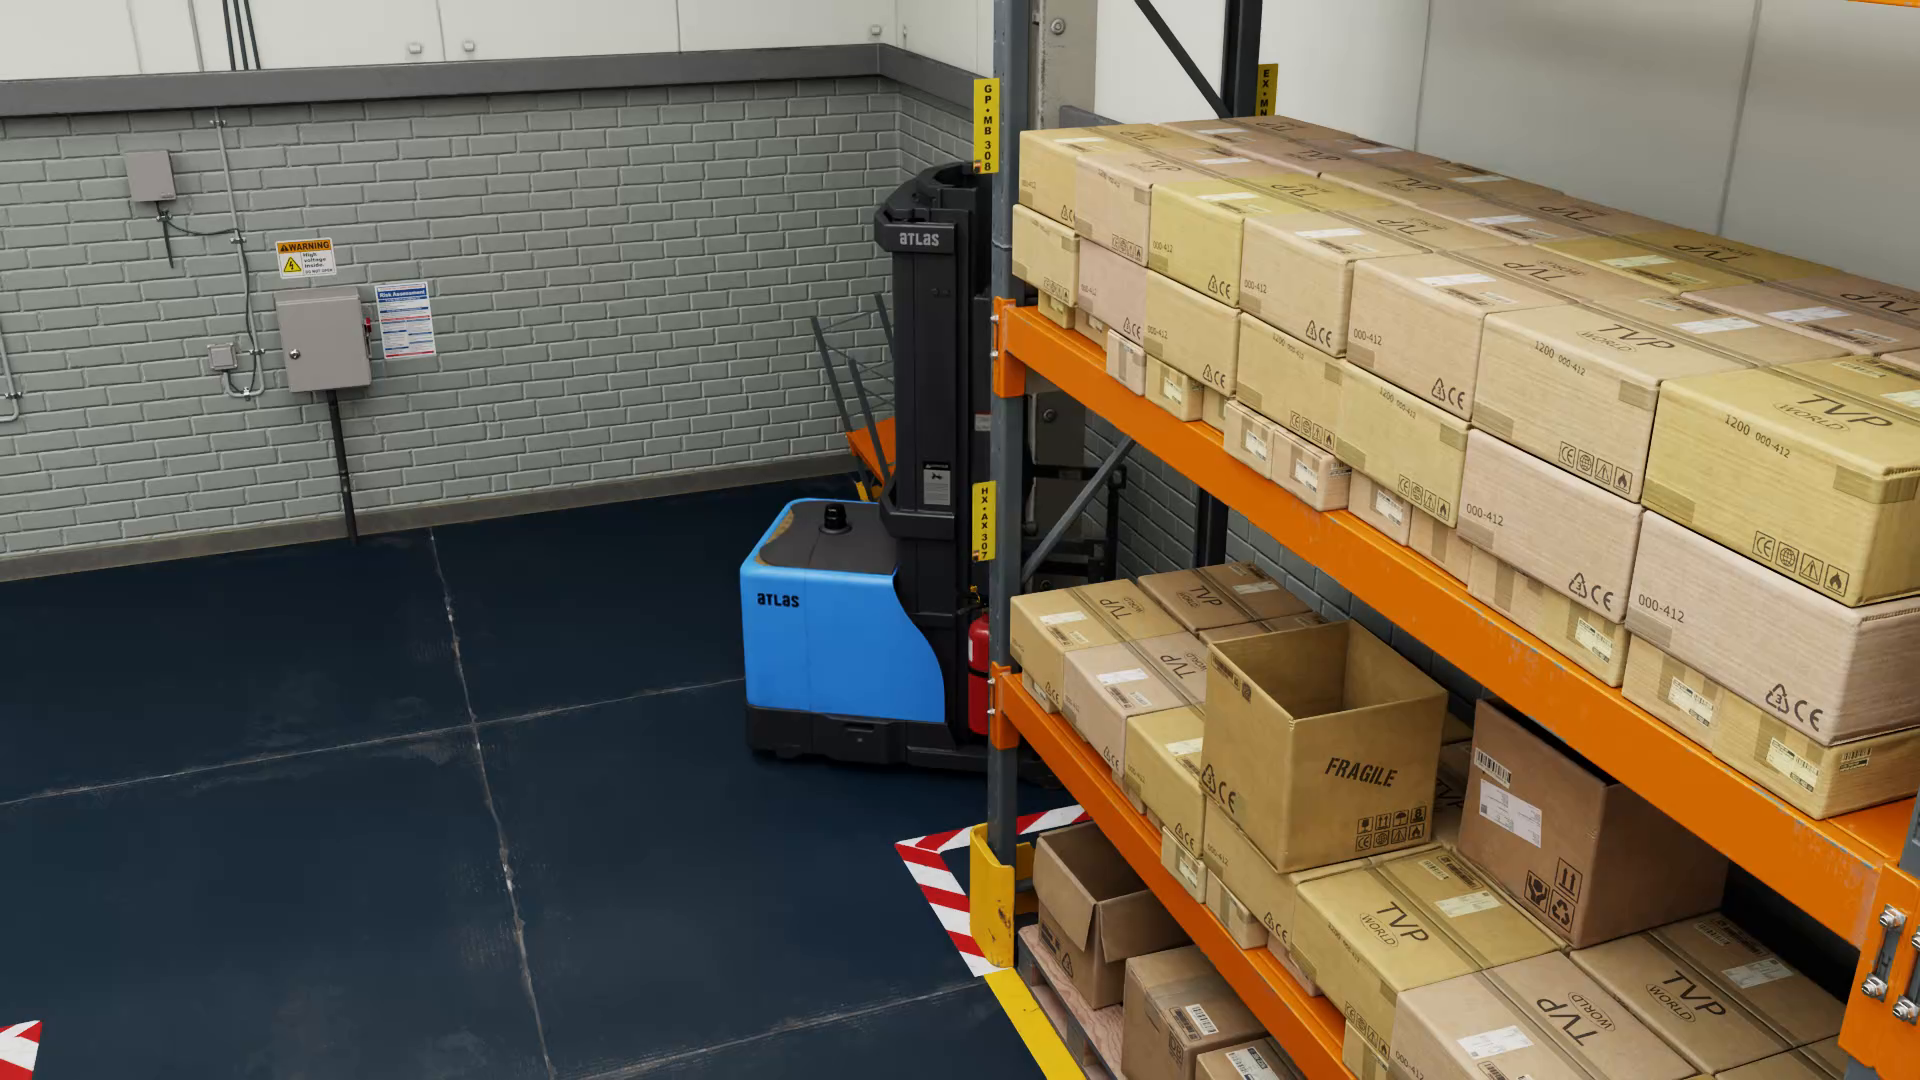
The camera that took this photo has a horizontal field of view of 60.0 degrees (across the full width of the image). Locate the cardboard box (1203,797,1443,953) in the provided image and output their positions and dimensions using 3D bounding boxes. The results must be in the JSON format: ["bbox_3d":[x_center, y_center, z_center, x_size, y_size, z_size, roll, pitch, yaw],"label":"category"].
[{"bbox_3d":[1.073,0.937,4.975,0.500,0.250,0.500,-9,24,-20],"label":"cardboard box"}]

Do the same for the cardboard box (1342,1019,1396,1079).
[{"bbox_3d":[1.258,1.370,4.460,0.380,0.149,0.250,-9,24,-20],"label":"cardboard box"}]

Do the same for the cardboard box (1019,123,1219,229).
[{"bbox_3d":[0.526,-1.232,5.614,0.500,0.250,0.500,-9,24,-20],"label":"cardboard box"}]

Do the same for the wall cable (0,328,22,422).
[{"bbox_3d":[-6.052,-1.593,9.818,0.585,1.953,0.123,-8,24,-19],"label":"wall cable"}]

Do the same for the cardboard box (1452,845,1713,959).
[{"bbox_3d":[1.731,1.053,4.700,0.500,0.250,0.500,-8,24,-18],"label":"cardboard box"}]

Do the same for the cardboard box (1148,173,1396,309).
[{"bbox_3d":[0.878,-0.864,4.741,0.500,0.250,0.500,-9,24,-20],"label":"cardboard box"}]

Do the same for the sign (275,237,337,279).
[{"bbox_3d":[-4.160,-1.793,10.580,0.339,0.242,0.001,-8,24,-19],"label":"sign"}]

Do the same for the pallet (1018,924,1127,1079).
[{"bbox_3d":[0.914,1.856,6.576,1.003,0.211,1.213,-8,24,-19],"label":"pallet"}]

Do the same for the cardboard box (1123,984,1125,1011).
[{"bbox_3d":[0.845,1.768,6.322,0.380,0.149,0.250,-9,25,-21],"label":"cardboard box"}]

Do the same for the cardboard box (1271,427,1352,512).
[{"bbox_3d":[1.042,-0.205,4.336,0.380,0.149,0.250,-8,24,-18],"label":"cardboard box"}]

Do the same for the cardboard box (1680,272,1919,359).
[{"bbox_3d":[1.911,-0.379,3.591,0.500,0.250,0.500,-9,24,-20],"label":"cardboard box"}]

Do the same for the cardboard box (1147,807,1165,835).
[{"bbox_3d":[0.853,0.899,5.579,0.380,0.149,0.250,-8,24,-18],"label":"cardboard box"}]

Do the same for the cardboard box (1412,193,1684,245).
[{"bbox_3d":[1.549,-0.744,4.457,0.500,0.250,0.500,-8,24,-19],"label":"cardboard box"}]

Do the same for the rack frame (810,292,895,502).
[{"bbox_3d":[-0.571,-0.910,11.346,0.500,1.500,0.032,-21,27,-10],"label":"rack frame"}]

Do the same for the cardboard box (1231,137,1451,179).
[{"bbox_3d":[1.205,-1.115,5.338,0.500,0.250,0.500,-9,25,-21],"label":"cardboard box"}]

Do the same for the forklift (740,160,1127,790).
[{"bbox_3d":[0.460,-0.316,8.227,3.031,2.935,1.130,4,23,9],"label":"forklift"}]

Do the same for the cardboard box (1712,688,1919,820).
[{"bbox_3d":[1.614,0.350,3.019,0.380,0.149,0.250,-9,24,-19],"label":"cardboard box"}]

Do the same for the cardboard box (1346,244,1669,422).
[{"bbox_3d":[1.255,-0.493,3.861,0.500,0.250,0.500,-8,24,-18],"label":"cardboard box"}]

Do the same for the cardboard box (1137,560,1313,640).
[{"bbox_3d":[1.015,0.316,6.448,0.500,0.250,0.500,-8,24,-17],"label":"cardboard box"}]

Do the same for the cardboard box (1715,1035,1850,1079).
[{"bbox_3d":[2.095,1.422,3.825,0.500,0.250,0.500,-9,24,-20],"label":"cardboard box"}]

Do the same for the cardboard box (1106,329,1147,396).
[{"bbox_3d":[0.683,-0.574,5.210,0.380,0.149,0.250,-8,24,-18],"label":"cardboard box"}]

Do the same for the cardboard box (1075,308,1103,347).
[{"bbox_3d":[0.616,-0.774,5.685,0.380,0.149,0.250,-8,24,-18],"label":"cardboard box"}]

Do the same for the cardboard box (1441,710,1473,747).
[{"bbox_3d":[1.367,0.684,5.575,0.500,0.250,0.500,-8,24,-17],"label":"cardboard box"}]

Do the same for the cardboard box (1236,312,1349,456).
[{"bbox_3d":[1.078,-0.444,4.389,0.500,0.250,0.500,-9,24,-20],"label":"cardboard box"}]

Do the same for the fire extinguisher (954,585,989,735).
[{"bbox_3d":[0.120,0.471,6.851,0.296,0.674,0.183,-8,24,-19],"label":"fire extinguisher"}]

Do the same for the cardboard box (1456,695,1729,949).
[{"bbox_3d":[1.740,0.716,4.535,0.500,0.500,0.500,-9,24,-20],"label":"cardboard box"}]

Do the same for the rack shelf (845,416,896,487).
[{"bbox_3d":[-0.373,-0.568,10.979,0.538,0.185,1.000,-21,27,-10],"label":"rack shelf"}]

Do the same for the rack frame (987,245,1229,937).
[{"bbox_3d":[0.604,0.253,6.787,1.000,3.000,0.127,-8,24,-19],"label":"rack frame"}]

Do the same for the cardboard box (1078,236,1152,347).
[{"bbox_3d":[0.704,-0.816,5.273,0.500,0.250,0.500,-8,24,-18],"label":"cardboard box"}]

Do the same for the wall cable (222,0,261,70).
[{"bbox_3d":[-2.987,-4.345,9.924,2.988,3.039,0.133,-8,24,-19],"label":"wall cable"}]

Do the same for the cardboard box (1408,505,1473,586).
[{"bbox_3d":[1.294,-0.029,3.918,0.380,0.149,0.250,-8,24,-17],"label":"cardboard box"}]

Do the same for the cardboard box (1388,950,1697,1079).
[{"bbox_3d":[1.418,1.307,4.097,0.500,0.250,0.500,-8,24,-19],"label":"cardboard box"}]

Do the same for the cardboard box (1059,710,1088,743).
[{"bbox_3d":[0.597,0.612,6.259,0.380,0.149,0.250,-8,24,-18],"label":"cardboard box"}]

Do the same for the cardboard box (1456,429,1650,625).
[{"bbox_3d":[1.419,-0.072,3.507,0.500,0.250,0.500,-9,25,-21],"label":"cardboard box"}]

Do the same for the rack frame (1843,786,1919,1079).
[{"bbox_3d":[2.017,1.707,3.339,1.000,3.000,0.127,-8,24,-19],"label":"rack frame"}]

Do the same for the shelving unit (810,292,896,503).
[{"bbox_3d":[-0.421,-0.726,10.907,0.587,1.500,1.083,-21,27,-10],"label":"shelving unit"}]

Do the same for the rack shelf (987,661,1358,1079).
[{"bbox_3d":[1.311,1.311,5.203,1.077,0.370,4.000,-8,24,-19],"label":"rack shelf"}]

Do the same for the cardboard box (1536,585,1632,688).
[{"bbox_3d":[1.444,0.162,3.465,0.380,0.149,0.250,-8,24,-17],"label":"cardboard box"}]

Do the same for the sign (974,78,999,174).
[{"bbox_3d":[0.097,-1.457,5.858,0.100,0.325,0.005,-8,24,-19],"label":"sign"}]

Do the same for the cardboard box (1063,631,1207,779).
[{"bbox_3d":[0.691,0.570,5.845,0.500,0.250,0.500,-8,24,-18],"label":"cardboard box"}]

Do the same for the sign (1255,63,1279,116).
[{"bbox_3d":[1.130,-1.606,6.196,0.100,0.325,0.005,-8,24,-19],"label":"sign"}]

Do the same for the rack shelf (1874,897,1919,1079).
[{"bbox_3d":[2.724,1.383,1.172,1.077,0.370,4.000,-8,24,-19],"label":"rack shelf"}]

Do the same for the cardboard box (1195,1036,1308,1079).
[{"bbox_3d":[1.090,1.969,5.395,0.500,0.500,0.500,-8,24,-18],"label":"cardboard box"}]

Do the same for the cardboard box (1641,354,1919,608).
[{"bbox_3d":[1.614,-0.124,2.987,0.500,0.250,0.500,-8,24,-19],"label":"cardboard box"}]

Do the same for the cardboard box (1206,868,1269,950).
[{"bbox_3d":[0.984,1.094,5.116,0.380,0.149,0.250,-8,24,-18],"label":"cardboard box"}]

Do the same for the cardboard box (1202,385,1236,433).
[{"bbox_3d":[0.927,-0.398,4.794,0.380,0.149,0.250,-9,24,-20],"label":"cardboard box"}]
